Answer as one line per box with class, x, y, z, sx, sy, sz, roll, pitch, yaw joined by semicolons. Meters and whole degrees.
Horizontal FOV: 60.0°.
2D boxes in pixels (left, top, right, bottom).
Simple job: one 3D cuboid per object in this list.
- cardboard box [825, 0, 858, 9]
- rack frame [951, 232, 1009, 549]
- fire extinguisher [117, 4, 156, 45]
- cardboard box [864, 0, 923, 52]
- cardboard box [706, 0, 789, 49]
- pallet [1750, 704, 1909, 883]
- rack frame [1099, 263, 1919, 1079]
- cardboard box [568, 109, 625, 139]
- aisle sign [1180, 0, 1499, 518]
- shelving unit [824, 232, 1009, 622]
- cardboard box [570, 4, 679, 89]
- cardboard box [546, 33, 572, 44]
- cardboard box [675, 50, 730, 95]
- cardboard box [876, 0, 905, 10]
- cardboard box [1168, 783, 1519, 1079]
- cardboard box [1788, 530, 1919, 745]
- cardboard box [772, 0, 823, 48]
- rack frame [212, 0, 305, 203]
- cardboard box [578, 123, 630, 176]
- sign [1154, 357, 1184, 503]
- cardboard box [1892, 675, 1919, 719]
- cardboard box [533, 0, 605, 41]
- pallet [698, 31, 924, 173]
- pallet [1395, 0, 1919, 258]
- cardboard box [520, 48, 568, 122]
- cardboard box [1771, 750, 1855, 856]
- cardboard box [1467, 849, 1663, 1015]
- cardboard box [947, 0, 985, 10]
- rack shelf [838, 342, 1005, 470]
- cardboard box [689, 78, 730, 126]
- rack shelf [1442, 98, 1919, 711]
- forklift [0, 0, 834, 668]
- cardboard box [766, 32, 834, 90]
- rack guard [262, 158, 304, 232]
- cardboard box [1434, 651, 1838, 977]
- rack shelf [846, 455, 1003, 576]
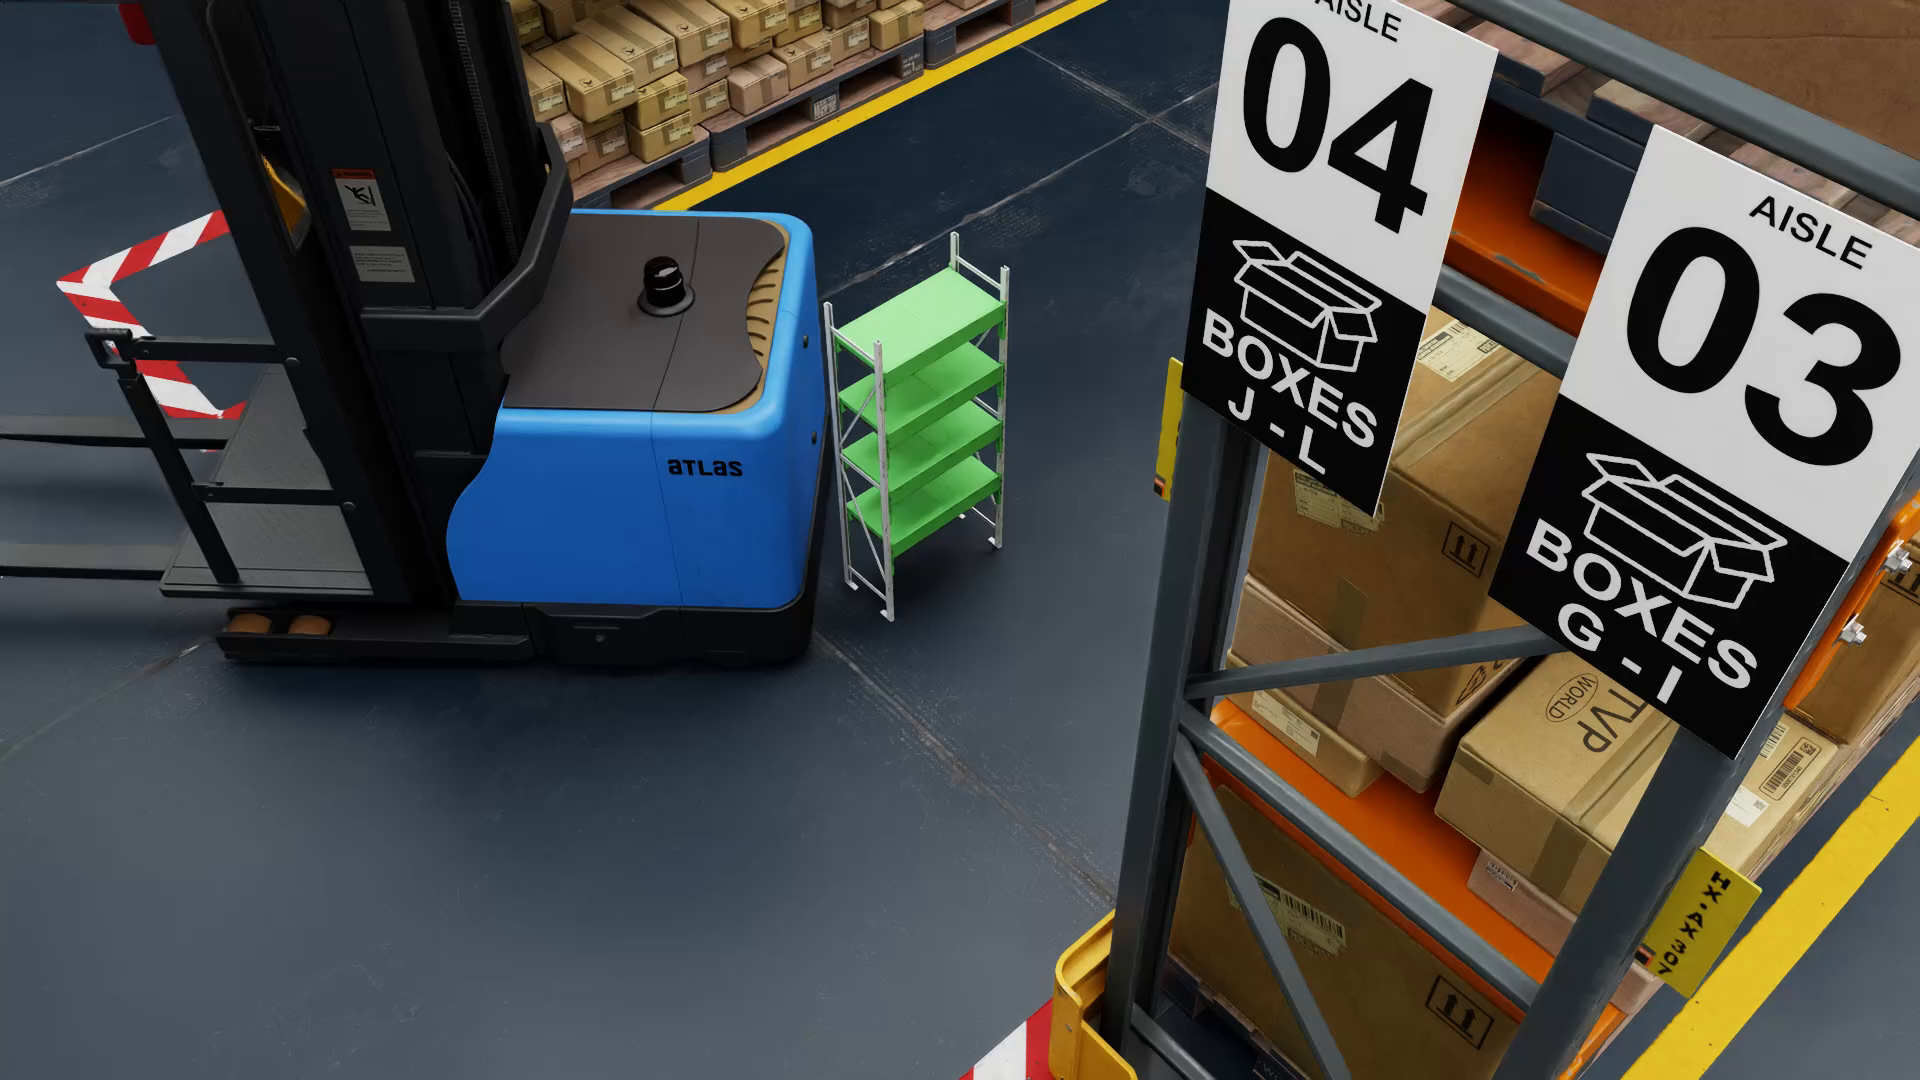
cardboard box;-0.560;-2.499;7.264;0.250;0.149;0.380;-36;57;-28
rack frame;0.058;-0.446;5.345;0.015;1.200;0.240;-34;56;-27
fire extinguisher;-3.012;-2.120;5.971;0.183;0.674;0.296;-34;56;-27
cardboard box;-0.383;-2.408;7.585;0.250;0.149;0.380;-34;56;-27
cardboard box;-0.939;-2.259;7.043;0.250;0.149;0.380;-33;55;-27
pallet;2.188;0.509;5.137;1.213;0.211;1.003;-34;56;-27
rack frame;0.746;0.601;3.154;0.127;3.000;1.000;-34;56;-27
cardboard box;-1.593;-1.816;6.836;0.250;0.149;0.380;-33;55;-27
aisle sign;0.491;-0.408;2.317;0.004;0.787;0.394;-34;56;-27
shelving unit;-0.122;-0.325;5.234;0.503;1.200;0.258;-34;56;-27
cardboard box;-1.376;-2.022;6.824;0.380;0.149;0.250;36;57;29
cardboard box;-1.666;-2.173;7.166;0.250;0.149;0.380;-34;56;-28
cardboard box;-1.198;-2.066;7.067;0.380;0.149;0.250;36;57;29
cardboard box;-0.380;-2.582;7.543;0.250;0.149;0.380;-32;55;-26
cardboard box;1.166;0.819;4.113;0.875;0.875;0.875;-34;56;-27
cardboard box;1.653;-0.041;3.136;0.500;0.500;0.500;-35;56;-28
cardboard box;-0.818;-2.351;7.330;0.250;0.149;0.380;-31;55;-26
rack frame;-2.516;-2.146;5.689;0.127;3.000;1.000;-34;56;-27
cardboard box;-1.595;-1.707;6.938;0.250;0.149;0.380;-33;55;-27
sign;0.392;-0.174;2.920;0.005;0.325;0.100;-34;56;-27
cardboard box;1.990;0.181;3.713;0.250;0.149;0.380;-35;56;-28
cardboard box;-1.729;-2.307;7.086;0.250;0.149;0.380;-36;57;-28
pallet;-0.932;-2.220;7.655;1.213;0.211;1.003;-34;56;-27
pallet;1.288;-0.758;2.428;1.213;0.211;1.003;-34;56;-27
cardboard box;-1.776;-1.799;6.618;0.250;0.149;0.380;-33;55;-27
cardboard box;1.609;0.436;3.478;0.250;0.149;0.380;-35;56;-28
cardboard box;1.231;0.690;3.243;0.250;0.149;0.380;-33;55;-27
cardboard box;-0.018;-2.671;7.828;0.250;0.149;0.380;-36;57;-28
rack shelf;-0.122;-0.444;5.104;0.480;0.148;0.258;-34;56;-27
cardboard box;-1.207;-1.952;7.164;0.250;0.149;0.380;-34;56;-27
rack shelf;2.226;-1.161;3.229;4.000;0.370;1.077;-34;56;-27
forklift;-1.981;-0.984;4.664;3.031;2.935;1.130;2;47;1
cardboard box;-0.777;-2.179;7.373;0.250;0.149;0.380;-34;56;-27
rack guard;-2.459;-1.336;6.642;0.348;0.500;1.175;-34;56;-27
cardboard box;1.283;0.461;3.184;0.500;0.250;0.500;-35;56;-28
rack shelf;-0.122;-0.119;5.457;0.480;0.148;0.258;-34;56;-27
